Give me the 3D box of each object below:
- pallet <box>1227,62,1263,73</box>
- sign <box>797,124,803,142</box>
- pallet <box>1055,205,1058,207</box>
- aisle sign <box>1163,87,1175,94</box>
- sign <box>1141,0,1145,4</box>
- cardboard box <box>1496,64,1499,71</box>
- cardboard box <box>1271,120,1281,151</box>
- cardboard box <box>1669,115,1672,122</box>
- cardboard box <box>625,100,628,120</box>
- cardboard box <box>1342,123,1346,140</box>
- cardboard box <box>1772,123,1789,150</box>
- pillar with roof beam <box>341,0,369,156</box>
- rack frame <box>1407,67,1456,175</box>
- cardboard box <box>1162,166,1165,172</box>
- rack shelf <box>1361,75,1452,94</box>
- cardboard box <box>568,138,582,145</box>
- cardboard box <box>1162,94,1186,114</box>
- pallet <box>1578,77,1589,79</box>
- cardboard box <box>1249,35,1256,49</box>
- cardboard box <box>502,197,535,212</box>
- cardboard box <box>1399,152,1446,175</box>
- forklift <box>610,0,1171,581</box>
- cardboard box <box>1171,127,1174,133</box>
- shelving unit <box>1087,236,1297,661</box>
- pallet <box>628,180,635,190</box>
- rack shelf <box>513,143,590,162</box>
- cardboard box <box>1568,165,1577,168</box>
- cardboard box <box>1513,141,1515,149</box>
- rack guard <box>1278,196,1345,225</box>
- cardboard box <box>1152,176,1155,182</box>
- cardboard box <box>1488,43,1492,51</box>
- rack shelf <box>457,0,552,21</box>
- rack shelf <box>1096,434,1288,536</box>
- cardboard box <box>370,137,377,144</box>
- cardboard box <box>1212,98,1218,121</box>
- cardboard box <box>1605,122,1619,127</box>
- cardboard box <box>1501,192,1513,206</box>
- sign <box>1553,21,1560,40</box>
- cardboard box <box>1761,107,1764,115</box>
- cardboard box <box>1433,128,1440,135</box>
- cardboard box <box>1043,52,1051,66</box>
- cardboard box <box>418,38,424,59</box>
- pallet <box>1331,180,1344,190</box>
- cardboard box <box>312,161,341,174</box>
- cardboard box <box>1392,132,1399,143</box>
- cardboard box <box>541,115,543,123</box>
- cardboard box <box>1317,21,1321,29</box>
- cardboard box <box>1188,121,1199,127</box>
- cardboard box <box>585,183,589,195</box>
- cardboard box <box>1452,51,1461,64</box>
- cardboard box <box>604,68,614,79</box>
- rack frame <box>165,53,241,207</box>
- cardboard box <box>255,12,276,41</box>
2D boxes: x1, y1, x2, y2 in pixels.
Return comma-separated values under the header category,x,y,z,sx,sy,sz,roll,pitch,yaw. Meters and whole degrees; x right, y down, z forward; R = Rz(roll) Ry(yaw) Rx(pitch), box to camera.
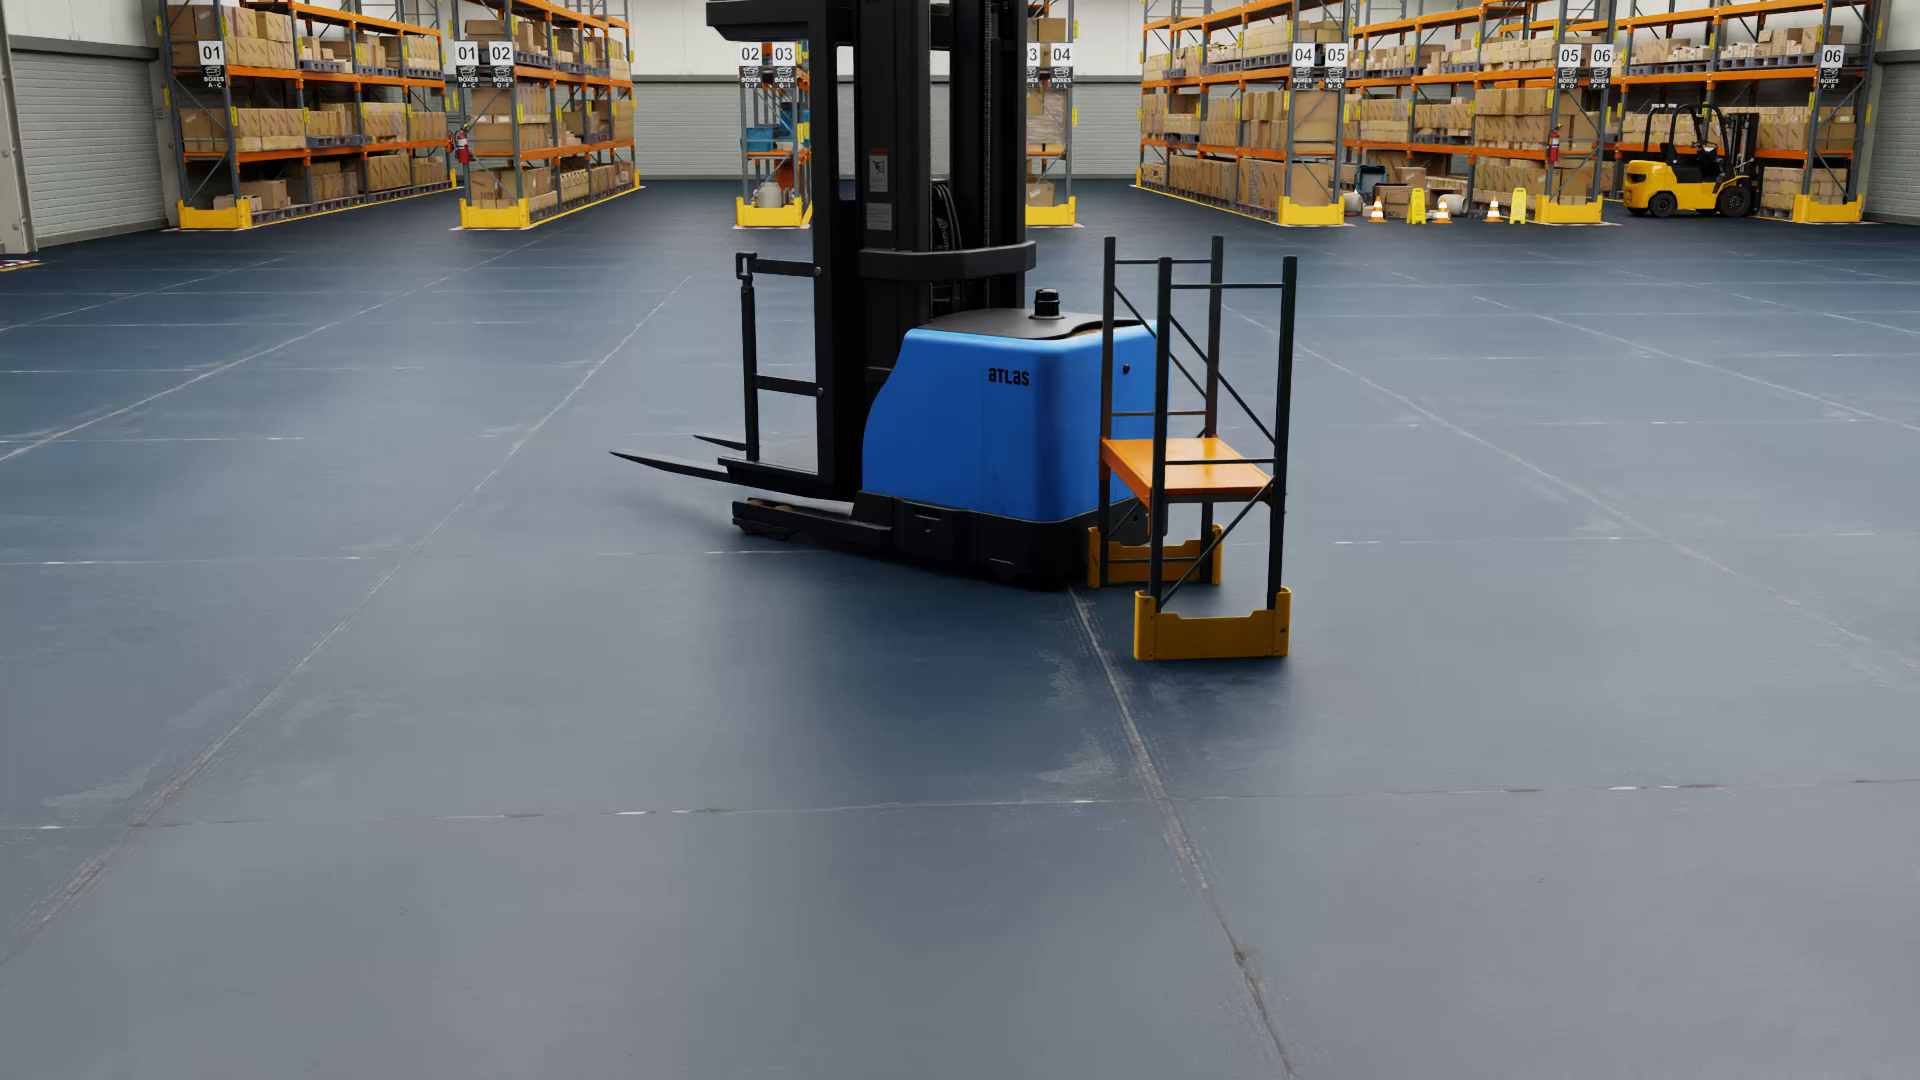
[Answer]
category,x,y,z,sx,sy,sz,roll,pitch,yaw
pallet,6.128,-9.887,34.797,0.805,0.209,1.217,-1,15,-6
sign,-2.869,-7.318,29.894,0.100,0.325,0.005,-1,14,-3
pallet,1.433,-6.427,32.582,1.003,0.211,1.213,-1,14,-3
aisle sign,5.785,-12.566,45.627,0.394,0.787,0.004,-1,14,-3
sign,4.949,-14.672,44.956,0.100,0.325,0.005,-1,14,-3
cardboard box,11.029,-9.525,33.510,0.380,0.149,0.250,-1,14,-3
cardboard box,6.357,-7.605,31.265,0.875,0.550,0.550,-1,14,-3
cardboard box,15.770,-9.240,36.417,0.380,0.149,0.250,-1,14,-3
cardboard box,-8.983,-11.252,43.532,0.500,0.500,0.500,0,14,-2
cardboard box,10.305,-10.803,43.794,0.500,0.500,0.500,-1,14,-4
cardboard box,16.054,-7.780,32.043,0.500,0.500,0.500,0,14,-2
pillar with roof beam,-10.660,-13.141,41.040,9.100,9.000,0.400,-1,14,-3
rack frame,10.920,-9.396,38.525,1.000,3.000,0.127,-1,14,-3
cardboard box,5.401,-9.547,42.798,0.380,0.149,0.250,-1,14,-3
rack shelf,10.796,-10.998,40.174,1.077,0.370,4.000,-1,14,-3
cardboard box,-8.527,-8.750,36.518,0.380,0.149,0.250,-1,14,-3
cardboard box,5.439,-11.079,42.260,0.500,0.500,0.500,-1,14,-5
pallet,15.664,-11.409,40.705,1.213,0.211,1.003,-1,14,-3
cardboard box,6.017,-9.824,32.829,0.500,0.250,0.500,-1,14,-4
cardboard box,-8.209,-6.234,30.911,0.500,0.250,0.500,-1,14,-3
cardboard box,10.960,-8.743,39.410,0.875,0.875,0.875,-1,14,-4
forklift,-0.494,-1.515,8.032,3.031,2.935,1.130,11,18,36
cardboard box,5.369,-10.009,40.569,0.380,0.149,0.250,-2,15,-6
shelving unit,0.902,-0.413,6.620,0.587,1.500,1.083,-2,15,-6
pallet,-9.299,-9.513,44.575,1.003,0.211,1.213,-1,14,-3
rack shelf,-8.734,-8.245,35.496,1.077,0.370,4.000,-1,14,-3
cardboard box,15.501,-9.081,41.474,0.500,0.500,0.500,-1,14,-5
cardboard box,11.104,-7.755,32.650,0.380,0.149,0.250,-1,14,-3
rack guard,6.483,-6.088,30.685,1.175,0.500,0.348,-1,14,-3
cardboard box,5.312,-9.587,44.145,0.380,0.149,0.250,-1,14,-3
cardboard box,10.907,-9.971,33.643,0.380,0.149,0.250,0,14,-2
rack shelf,-8.487,-9.962,30.932,1.077,0.370,4.000,-1,14,-3
rack shelf,0.903,-0.236,6.656,0.538,0.185,1.000,-2,15,-6
cardboard box,-13.530,-9.117,37.905,0.380,0.149,0.250,0,14,-2
cardboard box,6.036,-9.589,37.070,0.700,0.500,0.500,-1,14,-4
cardboard box,15.486,-9.862,39.793,0.500,0.250,0.500,-2,15,-6
cardboard box,11.035,-6.734,32.854,0.500,0.250,0.500,-1,14,-5
sign,10.861,-9.284,30.294,0.100,0.325,0.005,-1,14,-3
cardboard box,16.036,-8.458,32.779,0.380,0.149,0.250,-1,14,-3
cardboard box,10.799,-9.127,37.140,0.380,0.149,0.250,0,14,0
cardboard box,1.753,-8.757,30.323,0.500,0.250,0.500,0,14,-2
cardboard box,-13.888,-12.435,42.071,0.500,0.500,0.500,-1,14,-3
pallet,10.625,-9.535,44.660,1.003,0.211,1.213,-1,14,-3
cardboard box,-13.733,-8.058,35.954,0.500,0.250,0.500,-1,14,-2
cardboard box,10.582,-9.572,39.509,0.500,0.250,0.500,-1,14,-2
cardboard box,-8.331,-8.202,32.384,0.380,0.149,0.250,-1,14,-4
cardboard box,6.764,-9.424,30.474,0.380,0.149,0.250,-1,14,-3
cardboard box,5.501,-9.636,38.522,0.380,0.149,0.250,-1,14,-2
cardboard box,-8.582,-7.836,37.136,0.500,0.250,0.500,-1,14,-2
cardboard box,10.930,-10.380,35.789,0.500,0.250,0.500,-1,14,-3
cardboard box,-8.889,-11.590,41.335,0.500,0.250,0.500,-1,14,-3
rack frame,-13.307,-7.024,29.306,1.000,3.000,0.127,-1,14,-3
cardboard box,-13.166,-9.627,31.157,0.500,0.500,0.500,-1,14,-5
